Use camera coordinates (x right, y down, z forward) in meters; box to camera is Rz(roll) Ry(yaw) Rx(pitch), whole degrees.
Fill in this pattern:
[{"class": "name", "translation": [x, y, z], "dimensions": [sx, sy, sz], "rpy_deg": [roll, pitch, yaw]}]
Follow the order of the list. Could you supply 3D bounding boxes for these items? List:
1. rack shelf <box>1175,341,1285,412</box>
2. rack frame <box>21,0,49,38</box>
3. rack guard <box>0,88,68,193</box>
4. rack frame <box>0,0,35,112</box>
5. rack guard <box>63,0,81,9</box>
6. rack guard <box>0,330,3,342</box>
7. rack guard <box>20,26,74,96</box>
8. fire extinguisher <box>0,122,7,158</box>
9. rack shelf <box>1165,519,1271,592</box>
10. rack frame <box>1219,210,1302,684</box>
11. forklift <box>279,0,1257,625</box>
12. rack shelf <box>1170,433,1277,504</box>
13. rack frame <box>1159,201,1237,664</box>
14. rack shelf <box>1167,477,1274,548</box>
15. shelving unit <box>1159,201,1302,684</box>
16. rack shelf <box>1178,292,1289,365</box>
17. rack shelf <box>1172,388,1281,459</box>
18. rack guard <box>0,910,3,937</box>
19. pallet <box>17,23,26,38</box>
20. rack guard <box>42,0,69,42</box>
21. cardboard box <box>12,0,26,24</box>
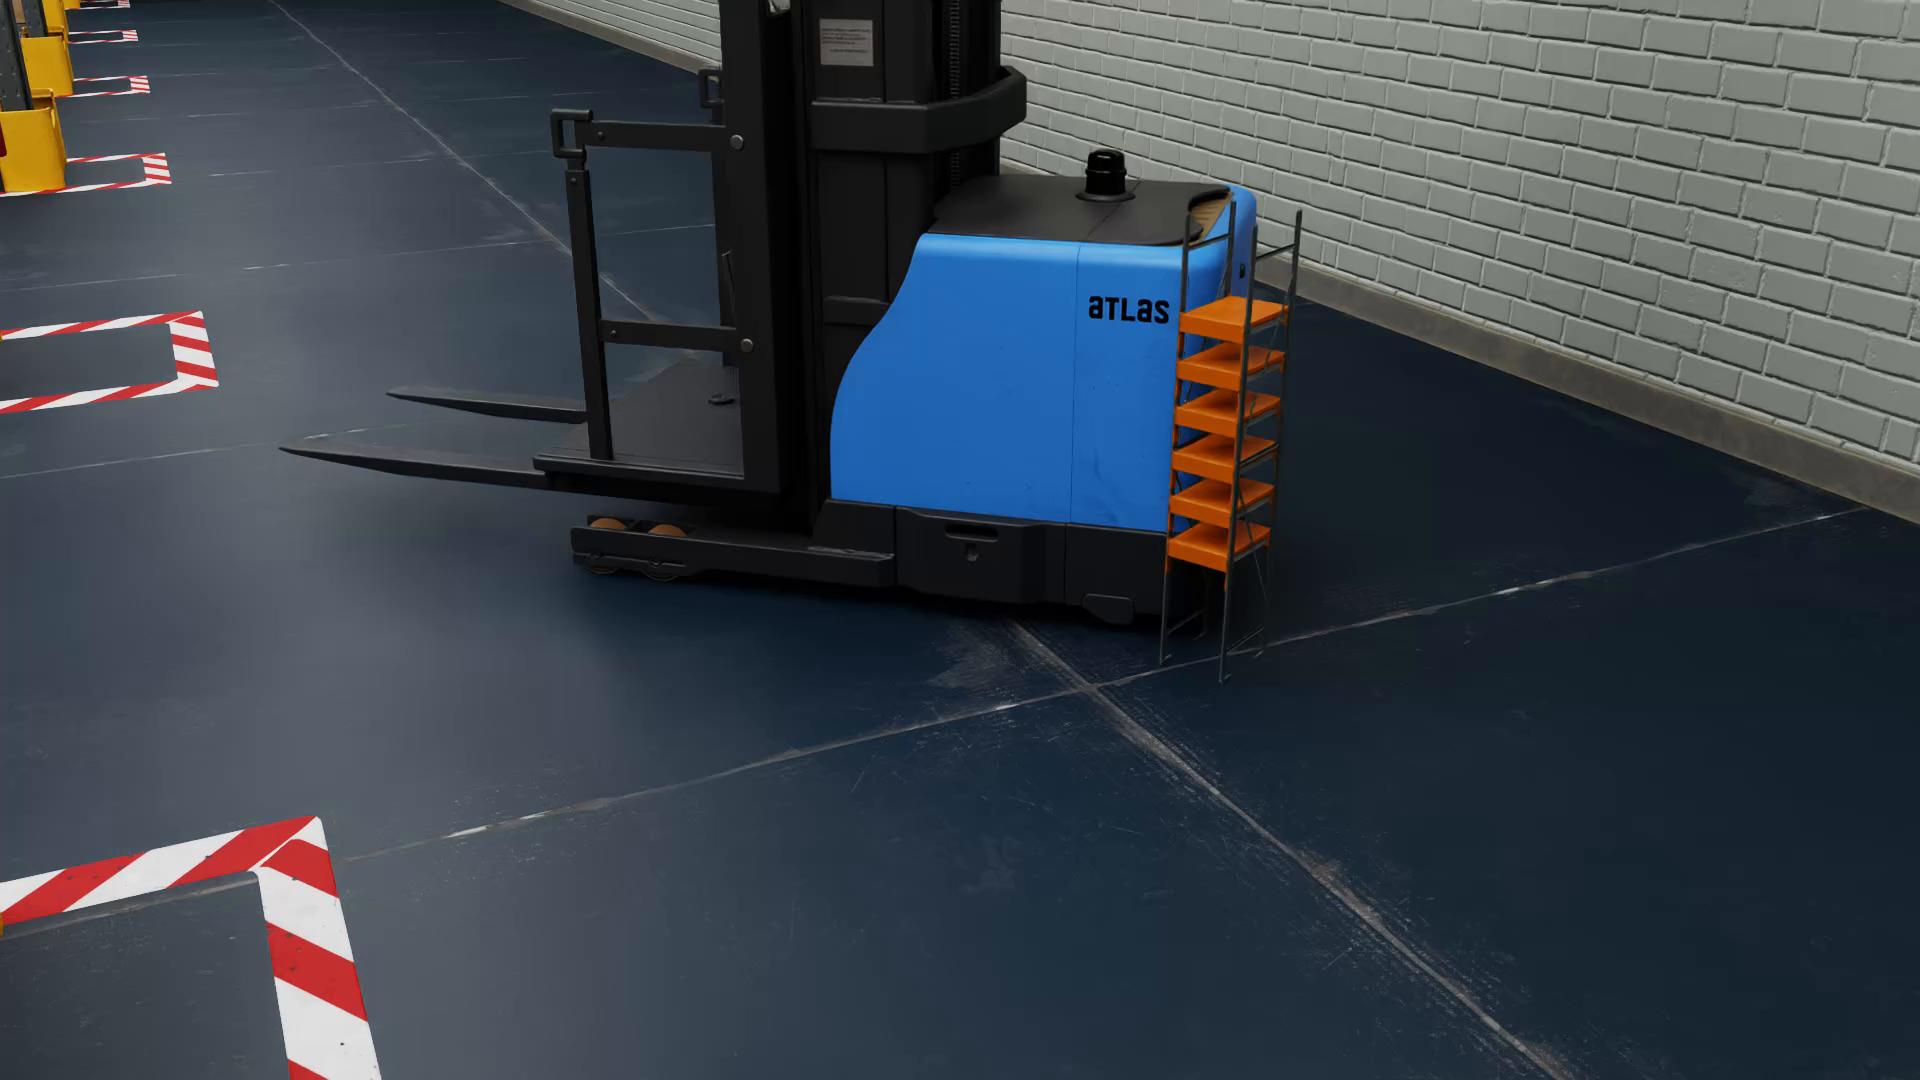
[{"class": "rack shelf", "translation": [0.685, -0.417, 4.176], "dimensions": [0.180, 0.103, 0.258], "rpy_deg": [17, 28, 35]}, {"class": "rack frame", "translation": [-8.344, -5.523, 14.670], "dimensions": [0.127, 3.000, 1.000], "rpy_deg": [-10, 25, -24]}, {"class": "rack guard", "translation": [-6.174, -2.665, 11.034], "dimensions": [0.348, 0.500, 1.175], "rpy_deg": [-10, 25, -24]}, {"class": "rack frame", "translation": [-6.195, -3.816, 10.546], "dimensions": [0.127, 3.000, 1.000], "rpy_deg": [-10, 25, -24]}, {"class": "rack guard", "translation": [-12.619, -7.786, 23.405], "dimensions": [0.348, 0.500, 1.175], "rpy_deg": [-10, 25, -24]}, {"class": "rack guard", "translation": [-4.204, -0.922, 6.824], "dimensions": [0.348, 0.500, 1.175], "rpy_deg": [-10, 25, -24]}, {"class": "rack guard", "translation": [-8.328, -4.376, 15.168], "dimensions": [0.348, 0.500, 1.175], "rpy_deg": [-10, 25, -24]}, {"class": "fire extinguisher", "translation": [-3.708, -1.764, 6.179], "dimensions": [0.183, 0.674, 0.296], "rpy_deg": [-10, 25, -24]}, {"class": "rack shelf", "translation": [0.683, 0.026, 4.361], "dimensions": [0.180, 0.103, 0.258], "rpy_deg": [17, 28, 35]}, {"class": "rack frame", "translation": [0.756, -0.214, 4.199], "dimensions": [0.006, 1.200, 0.240], "rpy_deg": [17, 28, 35]}, {"class": "forklift", "translation": [-0.665, -1.417, 4.842], "dimensions": [3.031, 2.935, 1.130], "rpy_deg": [6, 23, 14]}, {"class": "rack shelf", "translation": [0.684, -0.196, 4.269], "dimensions": [0.180, 0.103, 0.258], "rpy_deg": [17, 28, 35]}, {"class": "rack frame", "translation": [0.613, -0.259, 4.304], "dimensions": [0.006, 1.200, 0.240], "rpy_deg": [17, 28, 35]}, {"class": "rack shelf", "translation": [0.684, -0.085, 4.315], "dimensions": [0.180, 0.103, 0.258], "rpy_deg": [17, 28, 35]}, {"class": "shelving unit", "translation": [0.684, -0.237, 4.251], "dimensions": [0.189, 1.200, 0.258], "rpy_deg": [17, 28, 35]}, {"class": "rack shelf", "translation": [0.685, -0.528, 4.130], "dimensions": [0.180, 0.103, 0.258], "rpy_deg": [17, 28, 35]}, {"class": "rack shelf", "translation": [0.685, -0.306, 4.222], "dimensions": [0.180, 0.103, 0.258], "rpy_deg": [17, 28, 35]}, {"class": "rack guard", "translation": [-1.876, 0.751, 2.783], "dimensions": [0.348, 0.500, 1.175], "rpy_deg": [-10, 25, -24]}, {"class": "pallet", "translation": [-11.275, -5.797, 18.978], "dimensions": [1.213, 0.211, 1.003], "rpy_deg": [-10, 25, -24]}, {"class": "rack guard", "translation": [-10.557, -6.063, 19.243], "dimensions": [0.348, 0.500, 1.175], "rpy_deg": [-10, 25, -24]}, {"class": "cardboard box", "translation": [-10.872, -6.104, 18.766], "dimensions": [0.500, 0.500, 0.500], "rpy_deg": [-10, 25, -24]}]
